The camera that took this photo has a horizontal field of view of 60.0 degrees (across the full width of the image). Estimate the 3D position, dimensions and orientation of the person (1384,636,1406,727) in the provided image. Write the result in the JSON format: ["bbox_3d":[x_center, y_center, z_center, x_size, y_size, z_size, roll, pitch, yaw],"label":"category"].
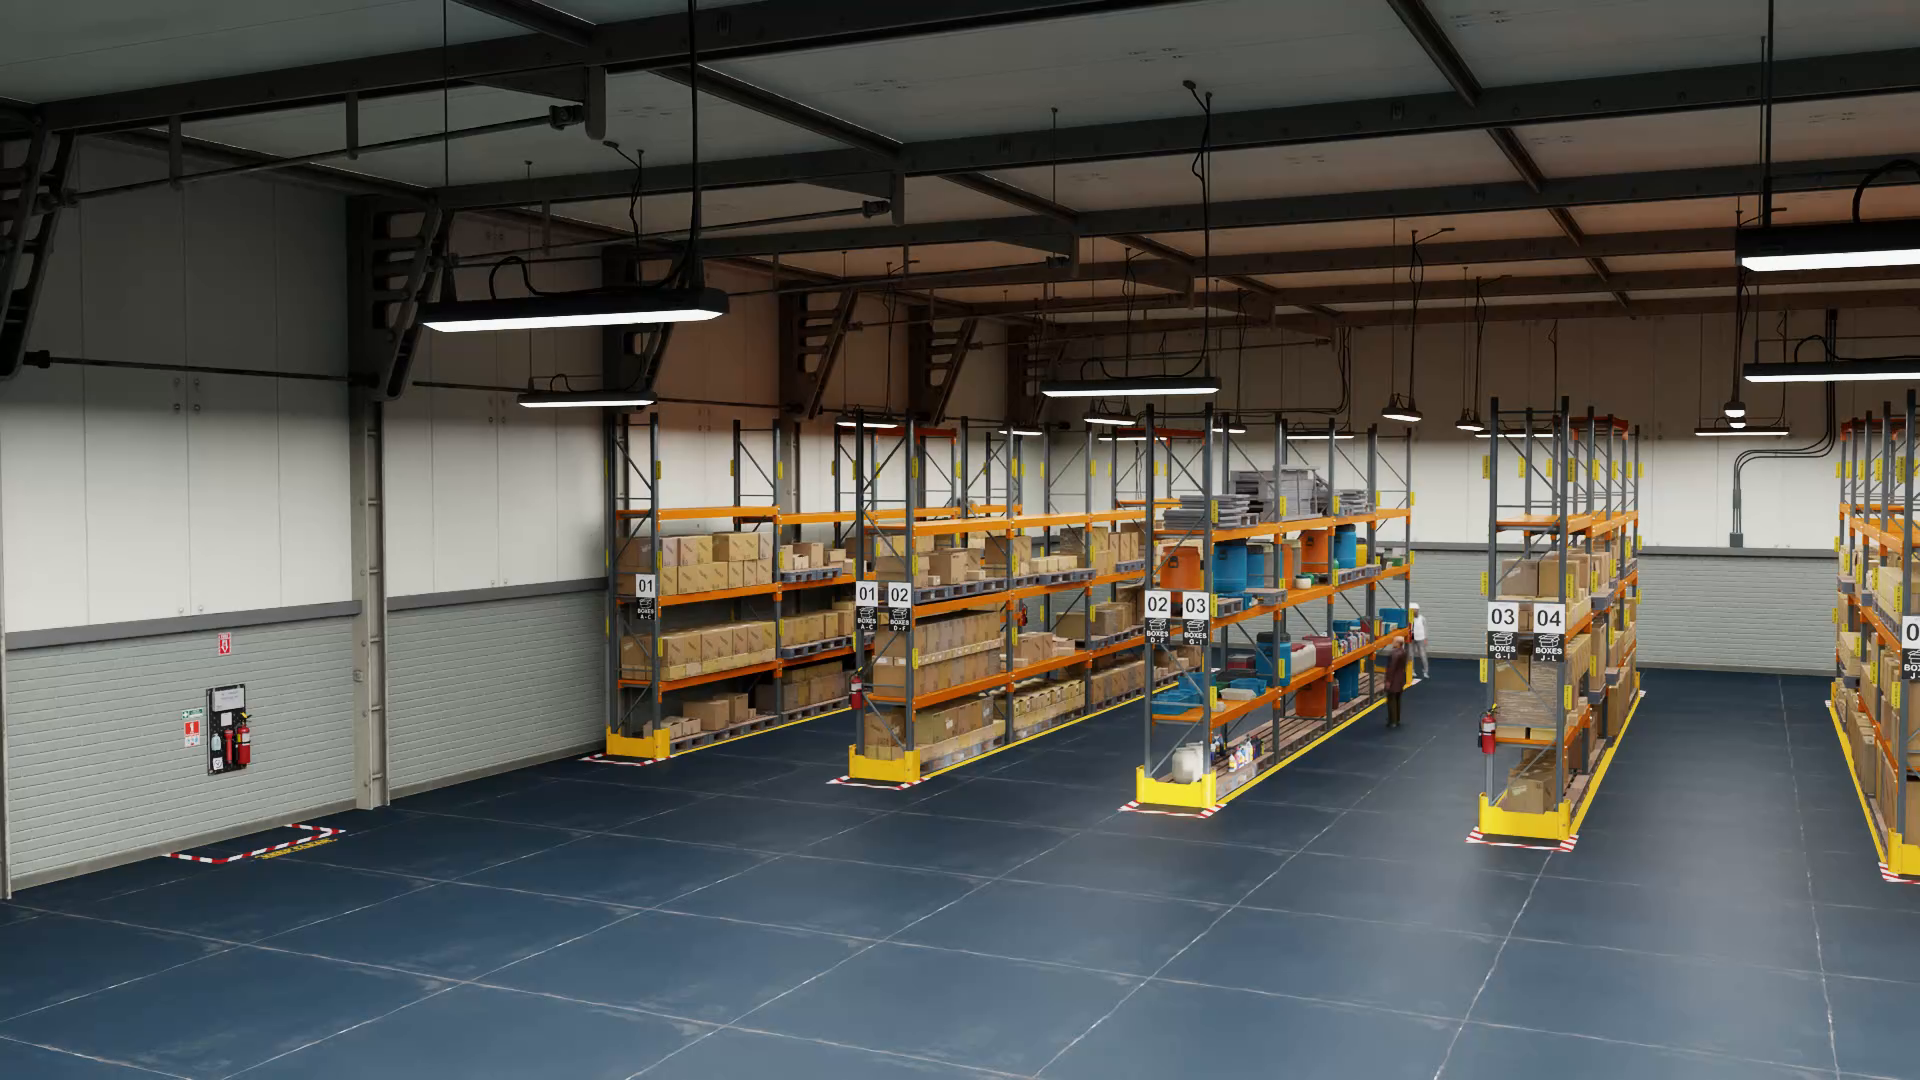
[{"bbox_3d":[8.440,2.752,32.590,0.598,1.772,0.639,-2,3,-39],"label":"person"}]

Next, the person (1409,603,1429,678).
[{"bbox_3d":[11.059,2.424,40.288,0.614,1.781,0.422,1,3,21],"label":"person"}]
